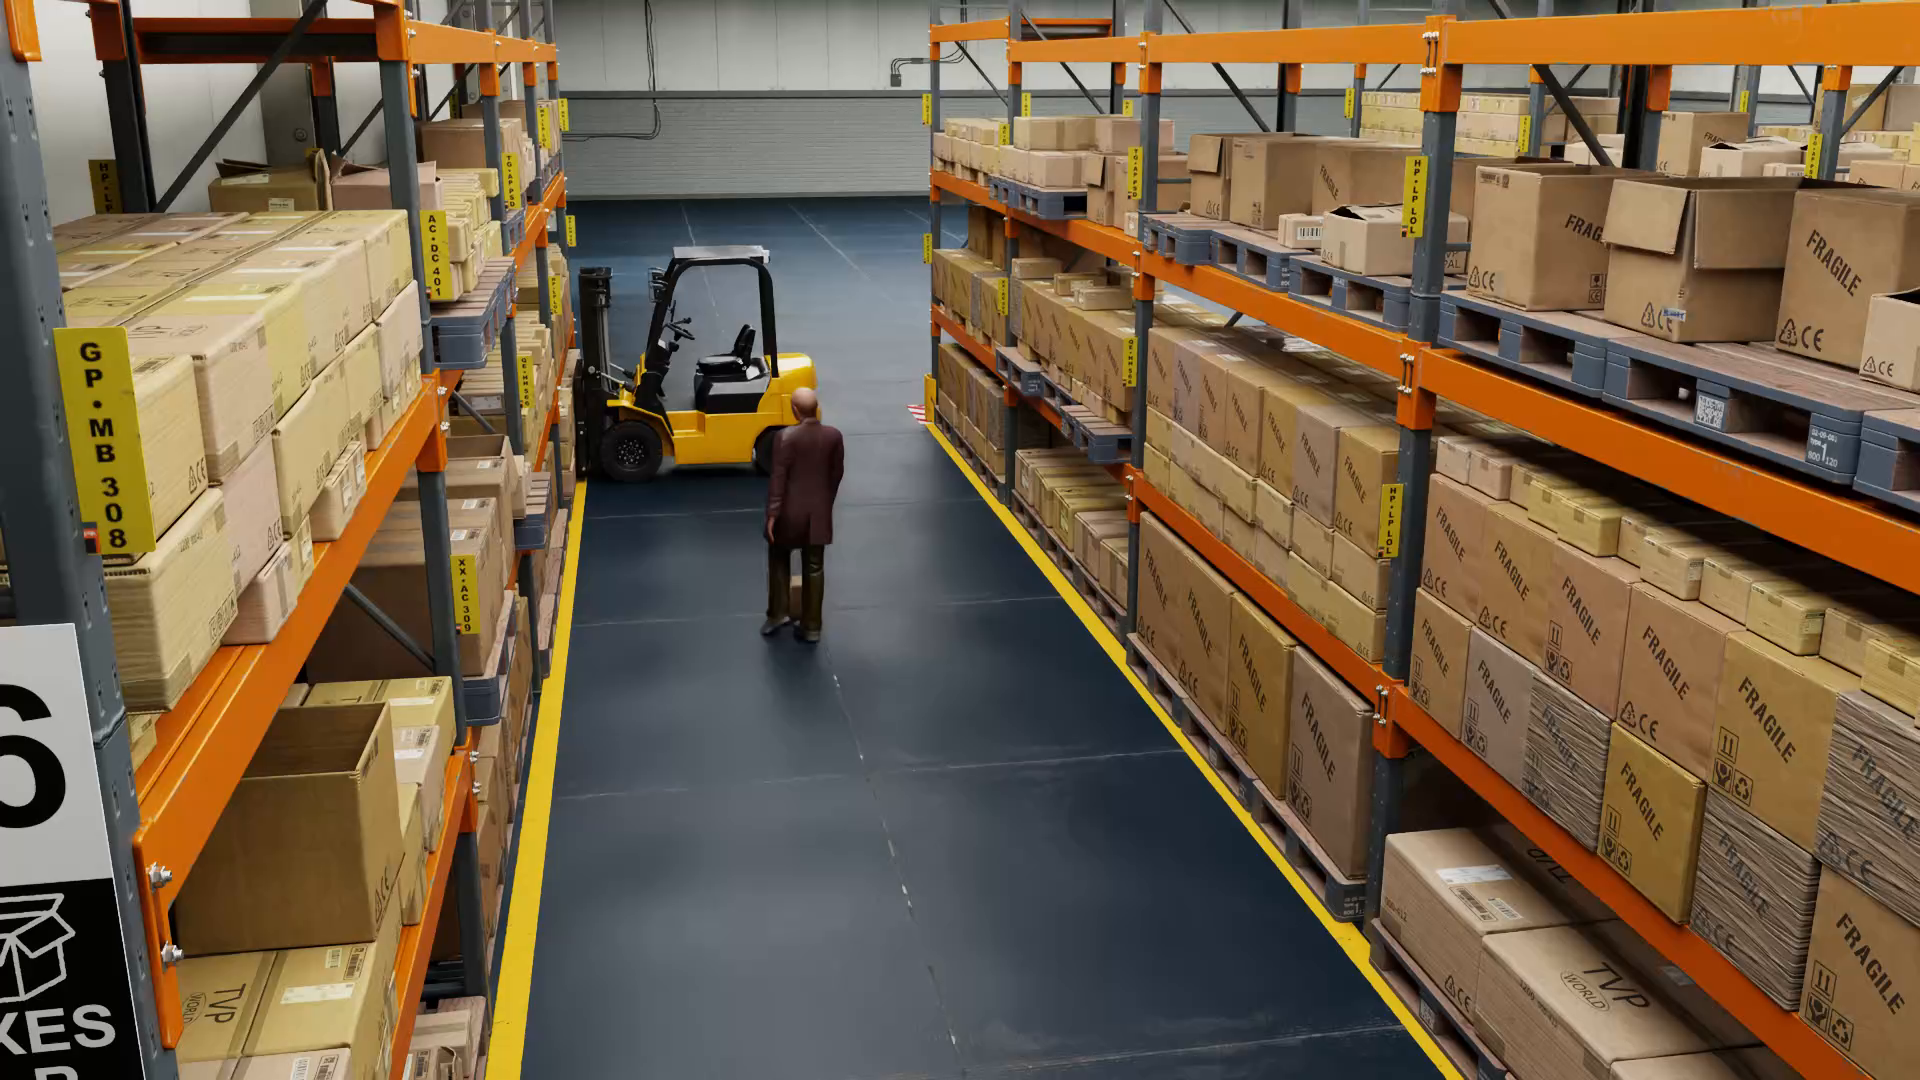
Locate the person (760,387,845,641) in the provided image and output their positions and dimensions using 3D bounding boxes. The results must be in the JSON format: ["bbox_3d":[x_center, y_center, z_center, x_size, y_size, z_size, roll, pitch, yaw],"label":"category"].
[{"bbox_3d":[-1.107,-0.156,11.693,0.632,1.861,0.594,-7,18,-24],"label":"person"}]
